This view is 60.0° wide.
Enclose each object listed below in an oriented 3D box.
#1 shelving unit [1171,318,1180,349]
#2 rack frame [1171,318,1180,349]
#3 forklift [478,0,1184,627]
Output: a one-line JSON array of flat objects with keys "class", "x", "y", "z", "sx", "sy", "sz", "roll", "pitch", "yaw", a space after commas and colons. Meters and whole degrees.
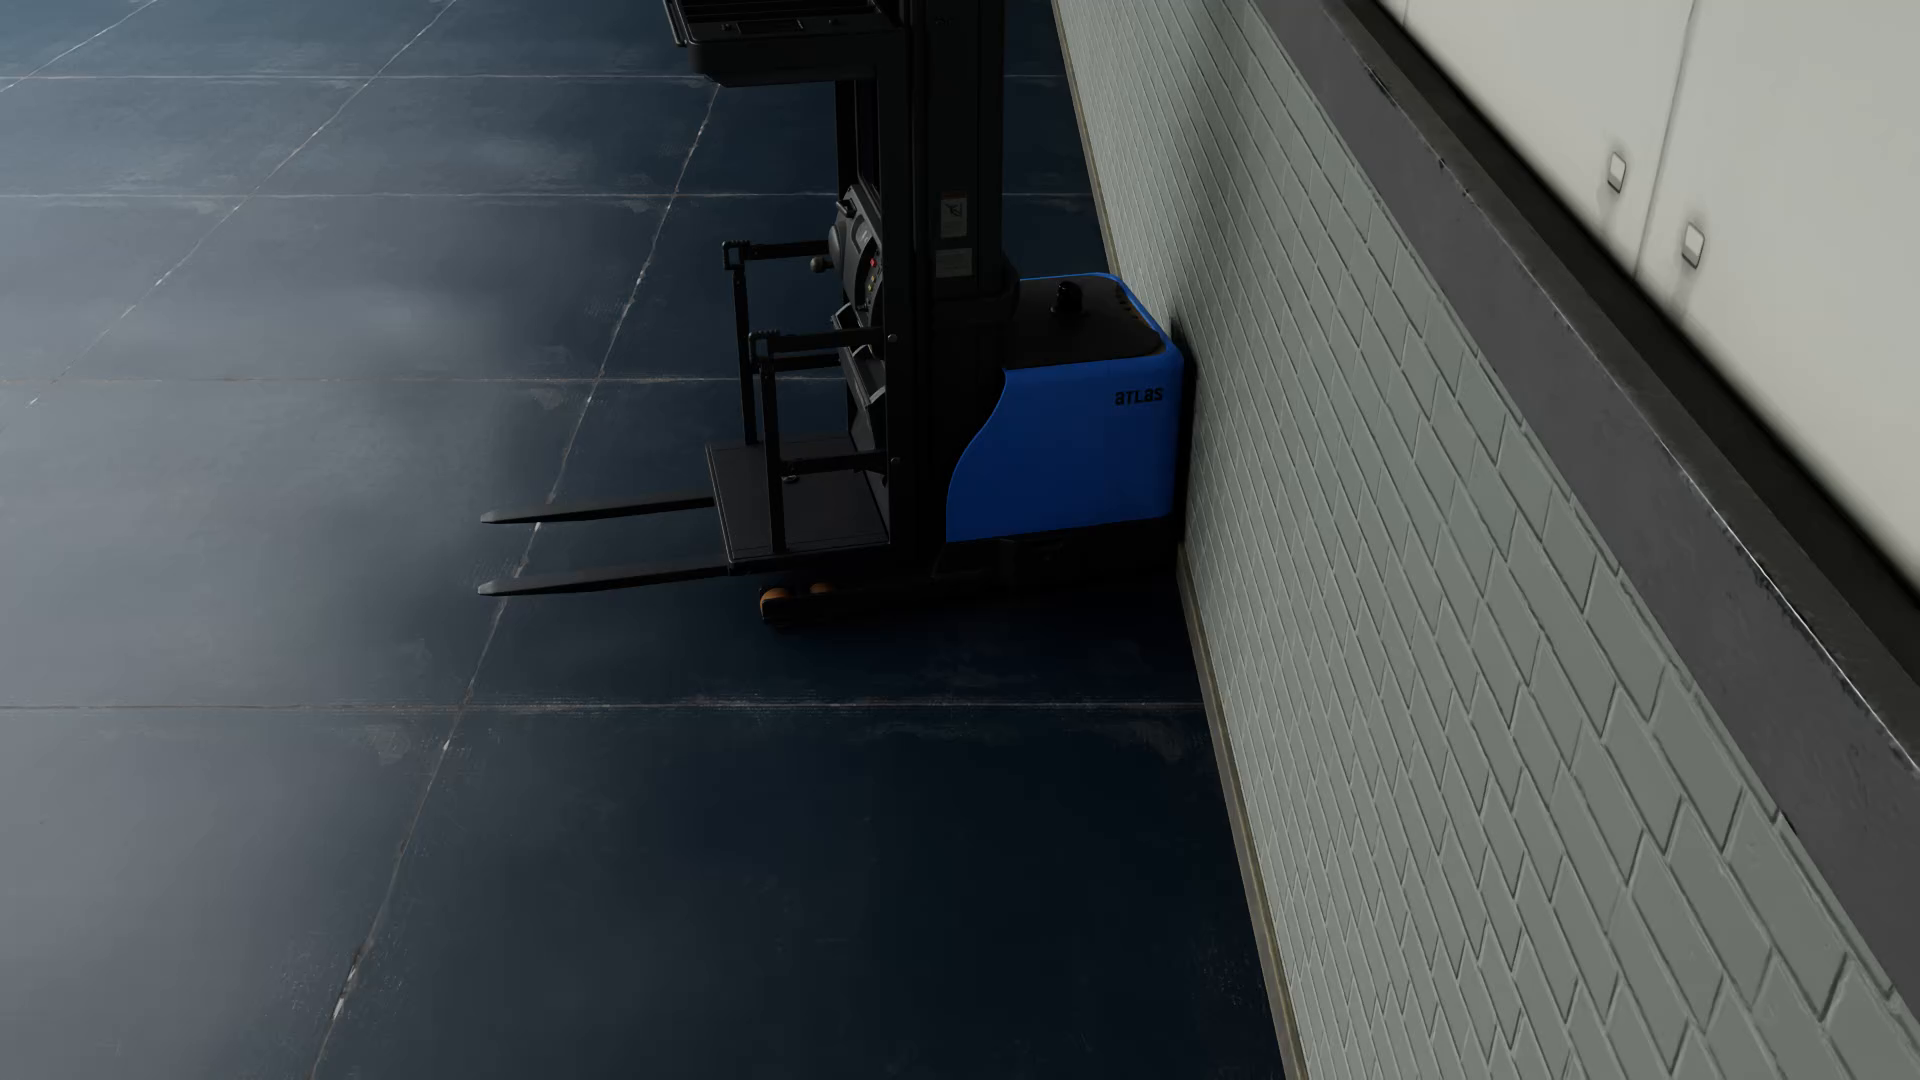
[{"class": "shelving unit", "x": 0.891, "y": -0.580, "z": 7.837, "sx": 0.210, "sy": 0.900, "sz": 0.258, "roll": -1, "pitch": 29, "yaw": -1}, {"class": "rack frame", "x": 0.993, "y": -0.581, "z": 7.838, "sx": 0.006, "sy": 0.900, "sz": 0.240, "roll": -1, "pitch": 29, "yaw": -1}, {"class": "forklift", "x": -0.612, "y": -1.181, "z": 6.870, "sx": 3.031, "sy": 2.935, "sz": 1.130, "roll": -7, "pitch": 32, "yaw": -11}]
